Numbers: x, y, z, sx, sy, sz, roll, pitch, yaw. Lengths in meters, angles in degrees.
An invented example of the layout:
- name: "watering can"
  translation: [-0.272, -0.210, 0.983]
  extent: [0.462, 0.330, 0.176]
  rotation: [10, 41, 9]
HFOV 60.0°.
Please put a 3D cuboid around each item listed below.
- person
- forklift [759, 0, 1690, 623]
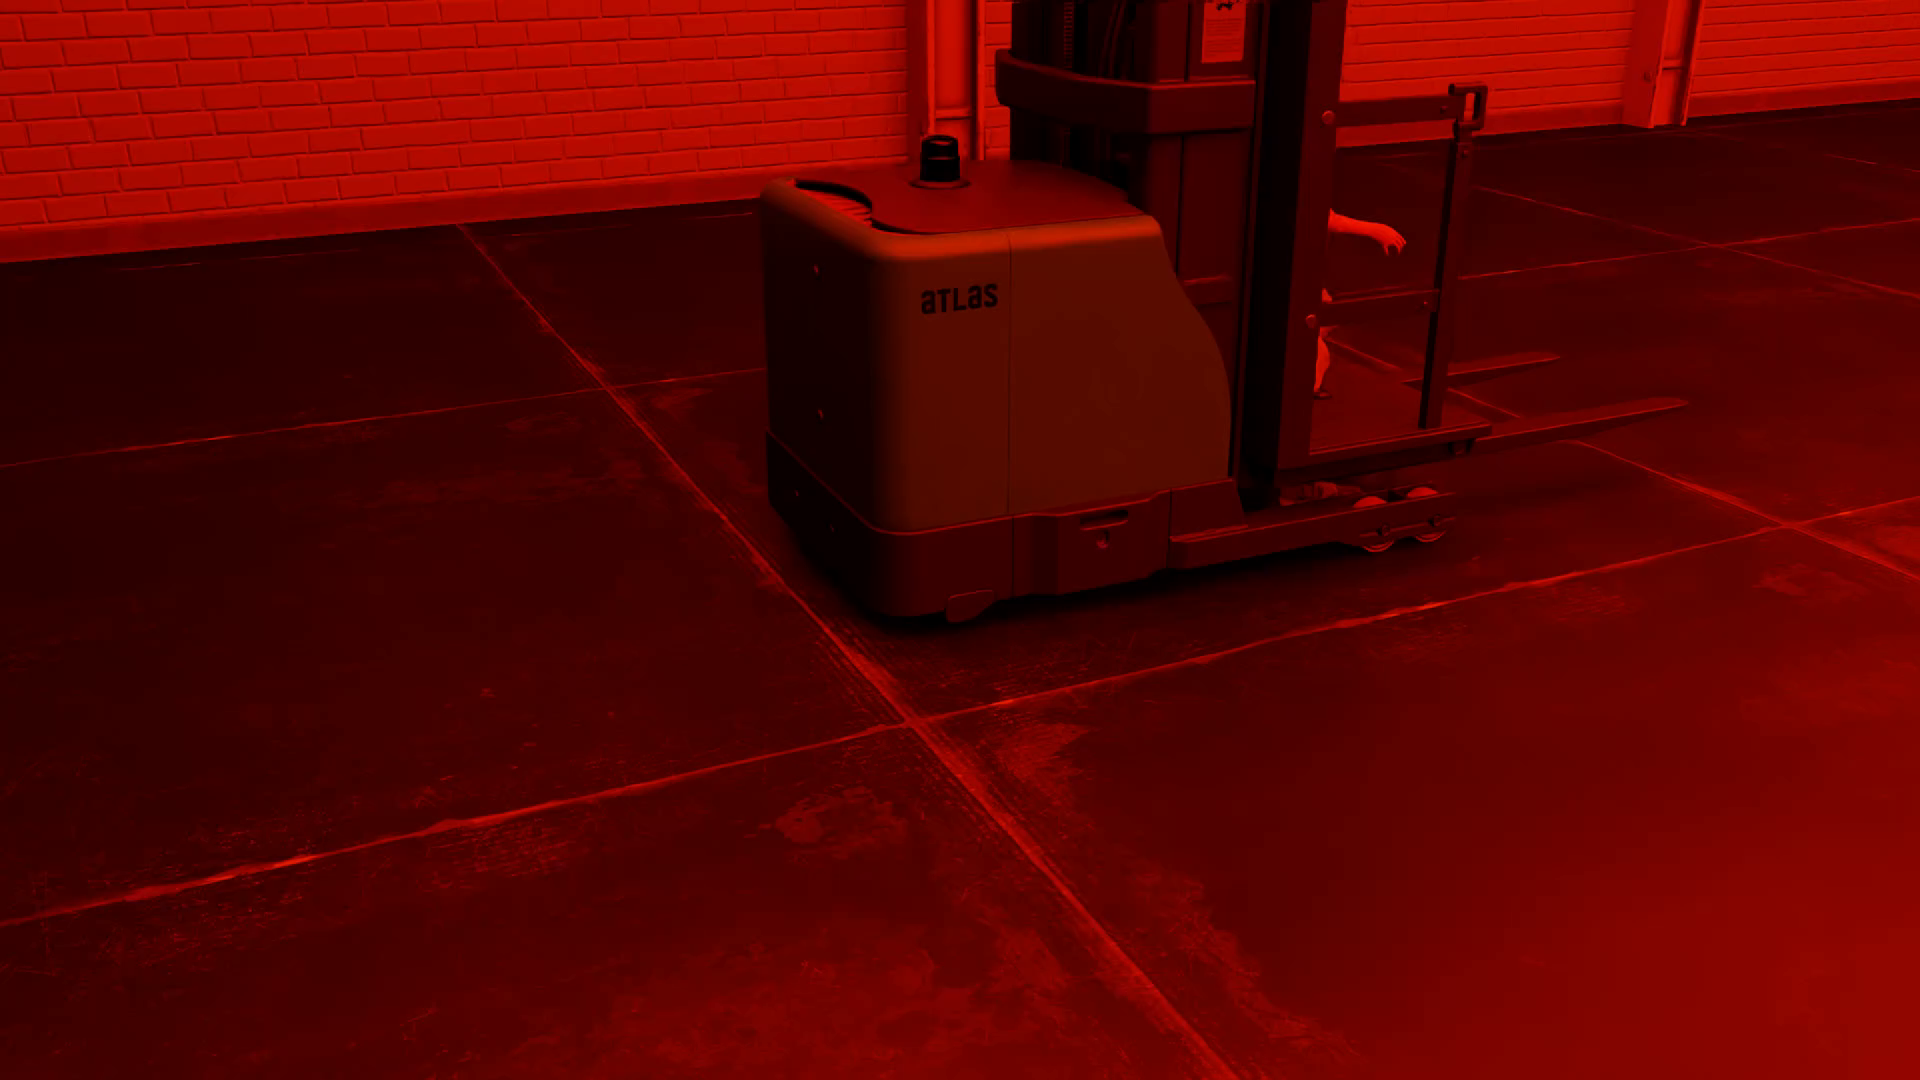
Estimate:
- name: "person"
  translation: [1.081, -0.896, 5.361]
  extent: [0.661, 1.436, 0.728]
  rotation: [4, 23, 9]
- name: "forklift"
  translation: [0.962, -1.490, 4.873]
  extent: [3.031, 2.935, 1.130]
  rotation: [-10, 24, -22]
